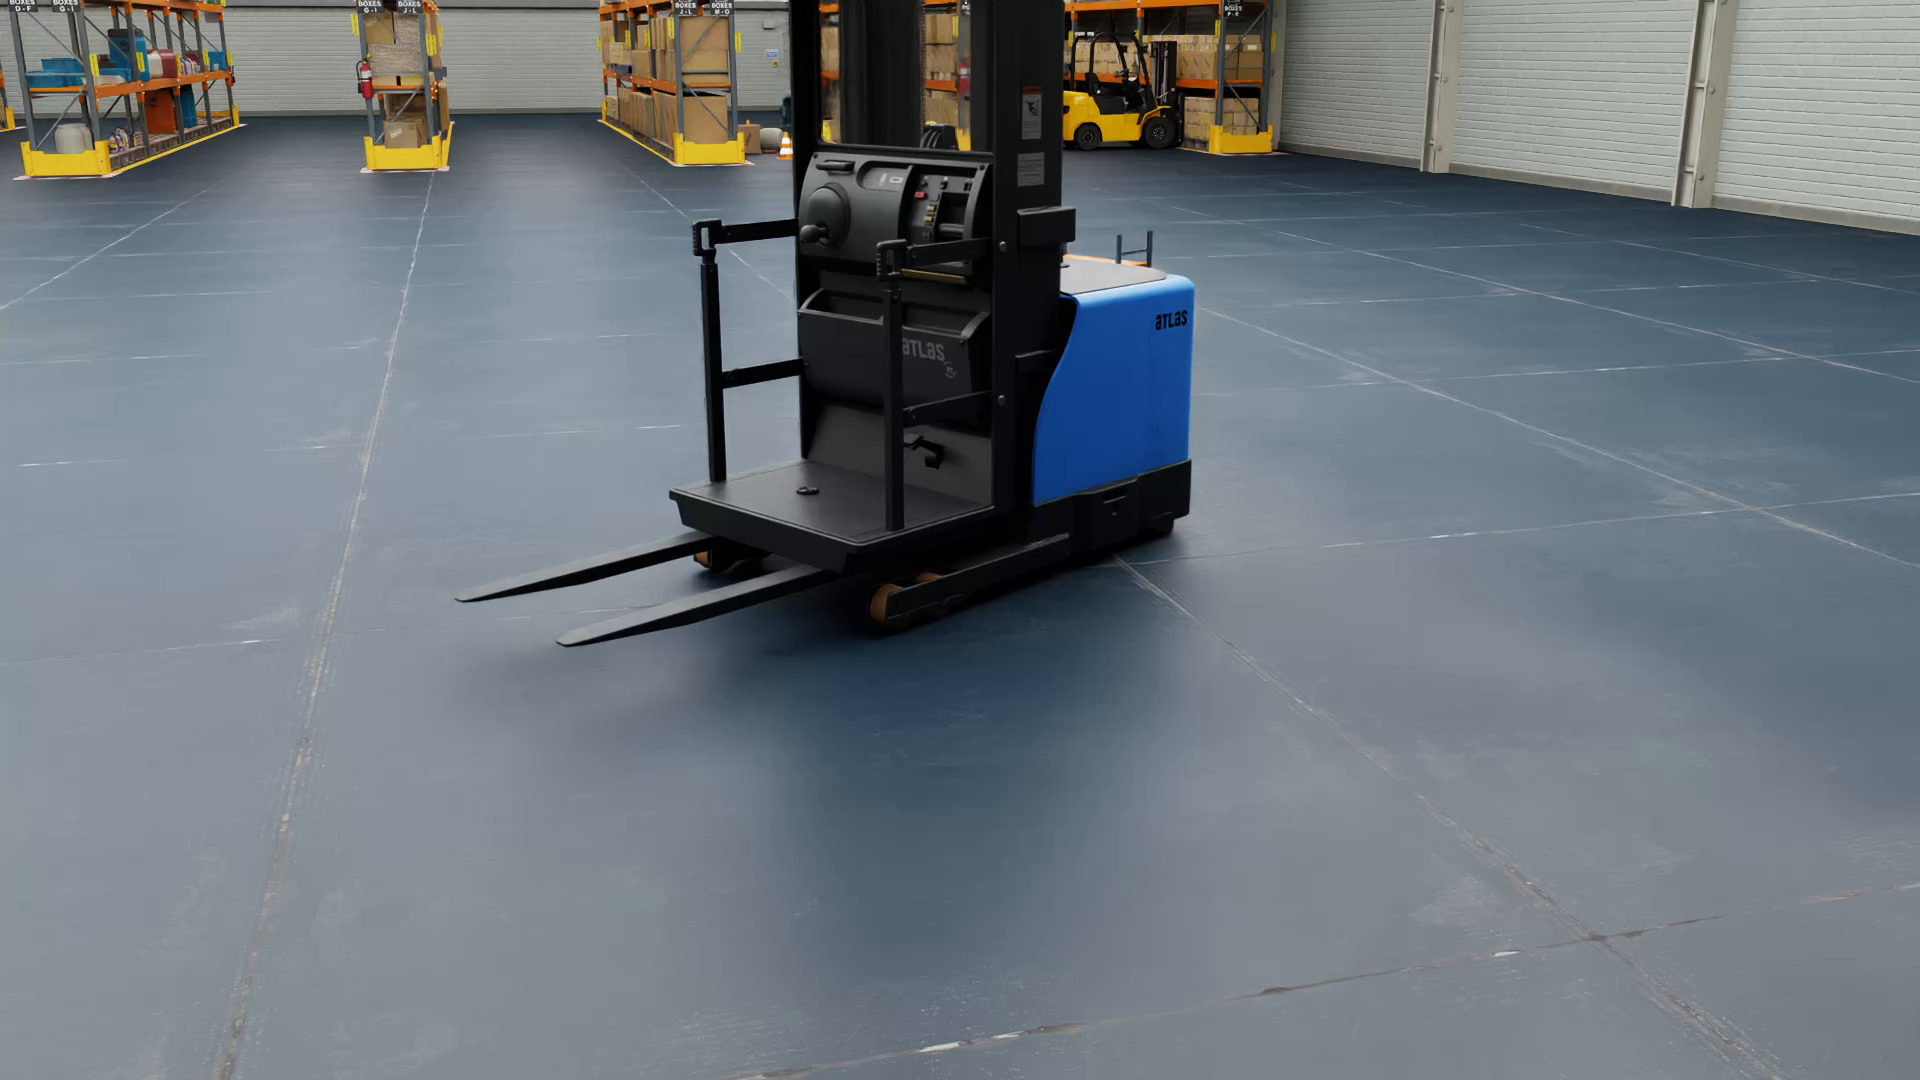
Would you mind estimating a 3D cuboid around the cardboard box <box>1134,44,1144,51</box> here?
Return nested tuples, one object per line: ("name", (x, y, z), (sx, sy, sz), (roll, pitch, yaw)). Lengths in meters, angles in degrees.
("cardboard box", (3.826, -10.231, 34.496), (0.380, 0.149, 0.250), (-4, 17, -13))

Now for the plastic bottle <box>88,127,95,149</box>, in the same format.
("plastic bottle", (-14.968, -6.924, 28.629), (0.144, 0.351, 0.185), (-5, 17, -15))

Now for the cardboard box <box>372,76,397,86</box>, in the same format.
("cardboard box", (-9.344, -7.454, 26.990), (0.380, 0.149, 0.250), (-5, 17, -15))

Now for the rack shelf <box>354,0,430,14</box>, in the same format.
("rack shelf", (-9.617, -9.157, 28.260), (1.077, 0.370, 4.000), (-5, 17, -15))

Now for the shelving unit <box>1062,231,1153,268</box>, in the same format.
("shelving unit", (0.582, -0.808, 7.556), (0.503, 1.200, 0.258), (15, 22, 41))

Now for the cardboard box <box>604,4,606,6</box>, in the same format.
("cardboard box", (-8.364, -13.091, 40.366), (0.500, 0.250, 0.500), (-5, 17, -16))

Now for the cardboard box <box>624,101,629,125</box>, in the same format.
("cardboard box", (-7.202, -9.543, 37.123), (0.500, 0.500, 0.500), (-6, 18, -18))

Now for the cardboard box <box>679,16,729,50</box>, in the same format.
("cardboard box", (-4.336, -8.571, 28.133), (0.875, 0.550, 0.550), (-5, 17, -15))

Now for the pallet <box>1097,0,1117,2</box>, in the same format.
("pallet", (3.616, -11.758, 35.996), (1.003, 0.211, 1.213), (-4, 17, -13))

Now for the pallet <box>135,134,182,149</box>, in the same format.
("pallet", (-15.853, -7.780, 32.487), (1.003, 0.211, 1.213), (-5, 17, -15))

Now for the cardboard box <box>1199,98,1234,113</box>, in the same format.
("cardboard box", (4.806, -8.155, 31.197), (0.500, 0.250, 0.500), (-4, 17, -13))

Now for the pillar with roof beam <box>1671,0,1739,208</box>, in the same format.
("pillar with roof beam", (5.066, -8.166, 18.496), (9.100, 9.000, 0.400), (-5, 17, -15))

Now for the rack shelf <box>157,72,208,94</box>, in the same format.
("rack shelf", (-16.578, -9.542, 34.754), (1.077, 0.370, 4.000), (-5, 17, -15))

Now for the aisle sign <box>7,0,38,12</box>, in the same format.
("aisle sign", (-14.096, -8.322, 24.924), (0.394, 0.787, 0.004), (-5, 17, -15))

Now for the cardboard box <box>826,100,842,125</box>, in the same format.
("cardboard box", (-2.342, -8.418, 32.792), (0.500, 0.500, 0.500), (-5, 17, -15))

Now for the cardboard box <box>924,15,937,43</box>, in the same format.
("cardboard box", (-0.261, -9.362, 30.477), (0.700, 0.500, 0.500), (-5, 17, -16))

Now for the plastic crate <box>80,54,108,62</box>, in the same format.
("plastic crate", (-15.356, -8.367, 29.482), (0.402, 0.464, 0.583), (-5, 17, -15))

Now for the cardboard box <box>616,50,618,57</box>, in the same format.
("cardboard box", (-7.400, -10.770, 36.780), (0.380, 0.149, 0.250), (-4, 17, -14))

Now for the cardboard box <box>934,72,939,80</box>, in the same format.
("cardboard box", (-0.267, -8.610, 30.838), (0.380, 0.149, 0.250), (-5, 17, -16))

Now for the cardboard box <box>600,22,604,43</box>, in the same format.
("cardboard box", (-8.800, -12.826, 42.008), (0.500, 0.500, 0.500), (-5, 17, -16))

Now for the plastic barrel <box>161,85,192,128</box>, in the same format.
("plastic barrel", (-16.800, -9.288, 35.577), (0.600, 0.901, 0.708), (-5, 17, -15))

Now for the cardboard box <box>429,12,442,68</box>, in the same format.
("cardboard box", (-10.251, -9.338, 31.051), (1.000, 1.000, 1.000), (-5, 17, -15))

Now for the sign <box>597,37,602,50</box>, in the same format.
("sign", (-9.190, -12.674, 42.424), (0.100, 0.325, 0.005), (-5, 17, -15))

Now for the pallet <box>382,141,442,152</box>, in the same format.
("pallet", (-9.948, -7.100, 30.221), (1.003, 0.211, 1.213), (-5, 17, -15))

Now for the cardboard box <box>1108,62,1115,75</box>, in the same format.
("cardboard box", (3.493, -10.121, 35.691), (0.500, 0.250, 0.500), (-5, 17, -15))

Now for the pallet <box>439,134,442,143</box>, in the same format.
("pallet", (-10.721, -7.836, 32.673), (1.003, 0.211, 1.213), (-5, 17, -15))

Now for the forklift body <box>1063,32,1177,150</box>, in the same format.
("forklift body", (2.957, -8.663, 32.052), (2.313, 2.155, 1.214), (-5, 17, -15))

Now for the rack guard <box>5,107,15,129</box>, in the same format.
("rack guard", (-22.970, -9.937, 39.165), (1.175, 0.500, 0.348), (-5, 17, -15))

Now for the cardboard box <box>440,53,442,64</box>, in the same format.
("cardboard box", (-13.076, -11.895, 41.082), (0.500, 0.250, 0.500), (-5, 17, -16))

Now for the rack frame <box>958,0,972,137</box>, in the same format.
("rack frame", (0.461, -8.295, 29.354), (1.000, 3.000, 0.127), (-5, 17, -15))

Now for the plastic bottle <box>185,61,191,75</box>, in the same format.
("plastic bottle", (-16.433, -10.019, 35.308), (0.152, 0.276, 0.135), (-5, 17, -15))

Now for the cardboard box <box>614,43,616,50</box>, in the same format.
("cardboard box", (-7.546, -11.058, 37.225), (0.380, 0.149, 0.250), (-4, 17, -13))

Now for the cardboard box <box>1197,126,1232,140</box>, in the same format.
("cardboard box", (4.799, -7.678, 31.349), (0.500, 0.250, 0.500), (-5, 17, -15))

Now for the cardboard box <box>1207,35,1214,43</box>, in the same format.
("cardboard box", (4.834, -9.338, 31.007), (0.380, 0.149, 0.250), (-5, 17, -15))

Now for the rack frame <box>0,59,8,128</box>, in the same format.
("rack frame", (-22.991, -11.156, 38.876), (1.000, 3.000, 0.127), (-5, 17, -15))

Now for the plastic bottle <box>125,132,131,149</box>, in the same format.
("plastic bottle", (-14.338, -6.886, 28.620), (0.061, 0.283, 0.133), (-4, 17, -12))

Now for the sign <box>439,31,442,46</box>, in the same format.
("sign", (-11.846, -11.393, 37.793), (0.100, 0.325, 0.005), (-5, 17, -15))

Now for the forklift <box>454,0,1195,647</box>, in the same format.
("forklift", (-0.402, -1.247, 6.009), (1.130, 2.935, 3.031), (15, 23, 41))

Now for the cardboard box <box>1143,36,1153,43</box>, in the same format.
("cardboard box", (3.935, -10.185, 33.825), (0.380, 0.149, 0.250), (-4, 17, -14))

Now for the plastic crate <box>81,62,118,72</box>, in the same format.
("plastic crate", (-14.908, -8.042, 28.619), (0.767, 0.338, 0.504), (-5, 17, -15))

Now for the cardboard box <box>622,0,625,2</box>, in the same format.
("cardboard box", (-7.021, -11.849, 35.795), (0.500, 0.500, 0.500), (-5, 17, -15))

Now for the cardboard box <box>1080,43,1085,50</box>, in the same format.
("cardboard box", (2.913, -11.075, 37.307), (0.380, 0.149, 0.250), (-4, 17, -14))

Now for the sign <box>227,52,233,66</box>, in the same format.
("sign", (-17.703, -11.672, 40.312), (0.100, 0.325, 0.005), (-5, 17, -15))

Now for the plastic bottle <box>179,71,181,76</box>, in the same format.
("plastic bottle", (-16.020, -9.655, 34.083), (0.061, 0.283, 0.133), (-5, 17, -15))

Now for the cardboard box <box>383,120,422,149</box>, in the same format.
("cardboard box", (-9.420, -6.853, 28.166), (0.500, 0.500, 0.500), (0, 17, -1))

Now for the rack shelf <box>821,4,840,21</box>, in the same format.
("rack shelf", (-2.287, -12.154, 38.235), (1.077, 0.370, 4.000), (-5, 17, -15))

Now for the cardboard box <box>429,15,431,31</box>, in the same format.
("cardboard box", (-9.779, -9.185, 29.886), (0.500, 0.500, 0.500), (-5, 17, -15))

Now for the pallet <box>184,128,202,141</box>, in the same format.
("pallet", (-16.617, -8.549, 35.047), (1.003, 0.211, 1.213), (-5, 17, -15))

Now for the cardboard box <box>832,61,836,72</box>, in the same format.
("cardboard box", (-2.701, -11.114, 38.999), (0.500, 0.250, 0.500), (-5, 17, -16))

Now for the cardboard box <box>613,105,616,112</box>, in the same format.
("cardboard box", (-8.138, -10.382, 40.010), (0.380, 0.149, 0.250), (-5, 18, -17))

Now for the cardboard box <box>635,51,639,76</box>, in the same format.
("cardboard box", (-6.325, -9.711, 33.894), (0.500, 0.500, 0.500), (-5, 17, -15))

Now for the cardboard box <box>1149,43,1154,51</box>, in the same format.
("cardboard box", (4.040, -9.973, 33.639), (0.380, 0.149, 0.250), (-4, 17, -14))
